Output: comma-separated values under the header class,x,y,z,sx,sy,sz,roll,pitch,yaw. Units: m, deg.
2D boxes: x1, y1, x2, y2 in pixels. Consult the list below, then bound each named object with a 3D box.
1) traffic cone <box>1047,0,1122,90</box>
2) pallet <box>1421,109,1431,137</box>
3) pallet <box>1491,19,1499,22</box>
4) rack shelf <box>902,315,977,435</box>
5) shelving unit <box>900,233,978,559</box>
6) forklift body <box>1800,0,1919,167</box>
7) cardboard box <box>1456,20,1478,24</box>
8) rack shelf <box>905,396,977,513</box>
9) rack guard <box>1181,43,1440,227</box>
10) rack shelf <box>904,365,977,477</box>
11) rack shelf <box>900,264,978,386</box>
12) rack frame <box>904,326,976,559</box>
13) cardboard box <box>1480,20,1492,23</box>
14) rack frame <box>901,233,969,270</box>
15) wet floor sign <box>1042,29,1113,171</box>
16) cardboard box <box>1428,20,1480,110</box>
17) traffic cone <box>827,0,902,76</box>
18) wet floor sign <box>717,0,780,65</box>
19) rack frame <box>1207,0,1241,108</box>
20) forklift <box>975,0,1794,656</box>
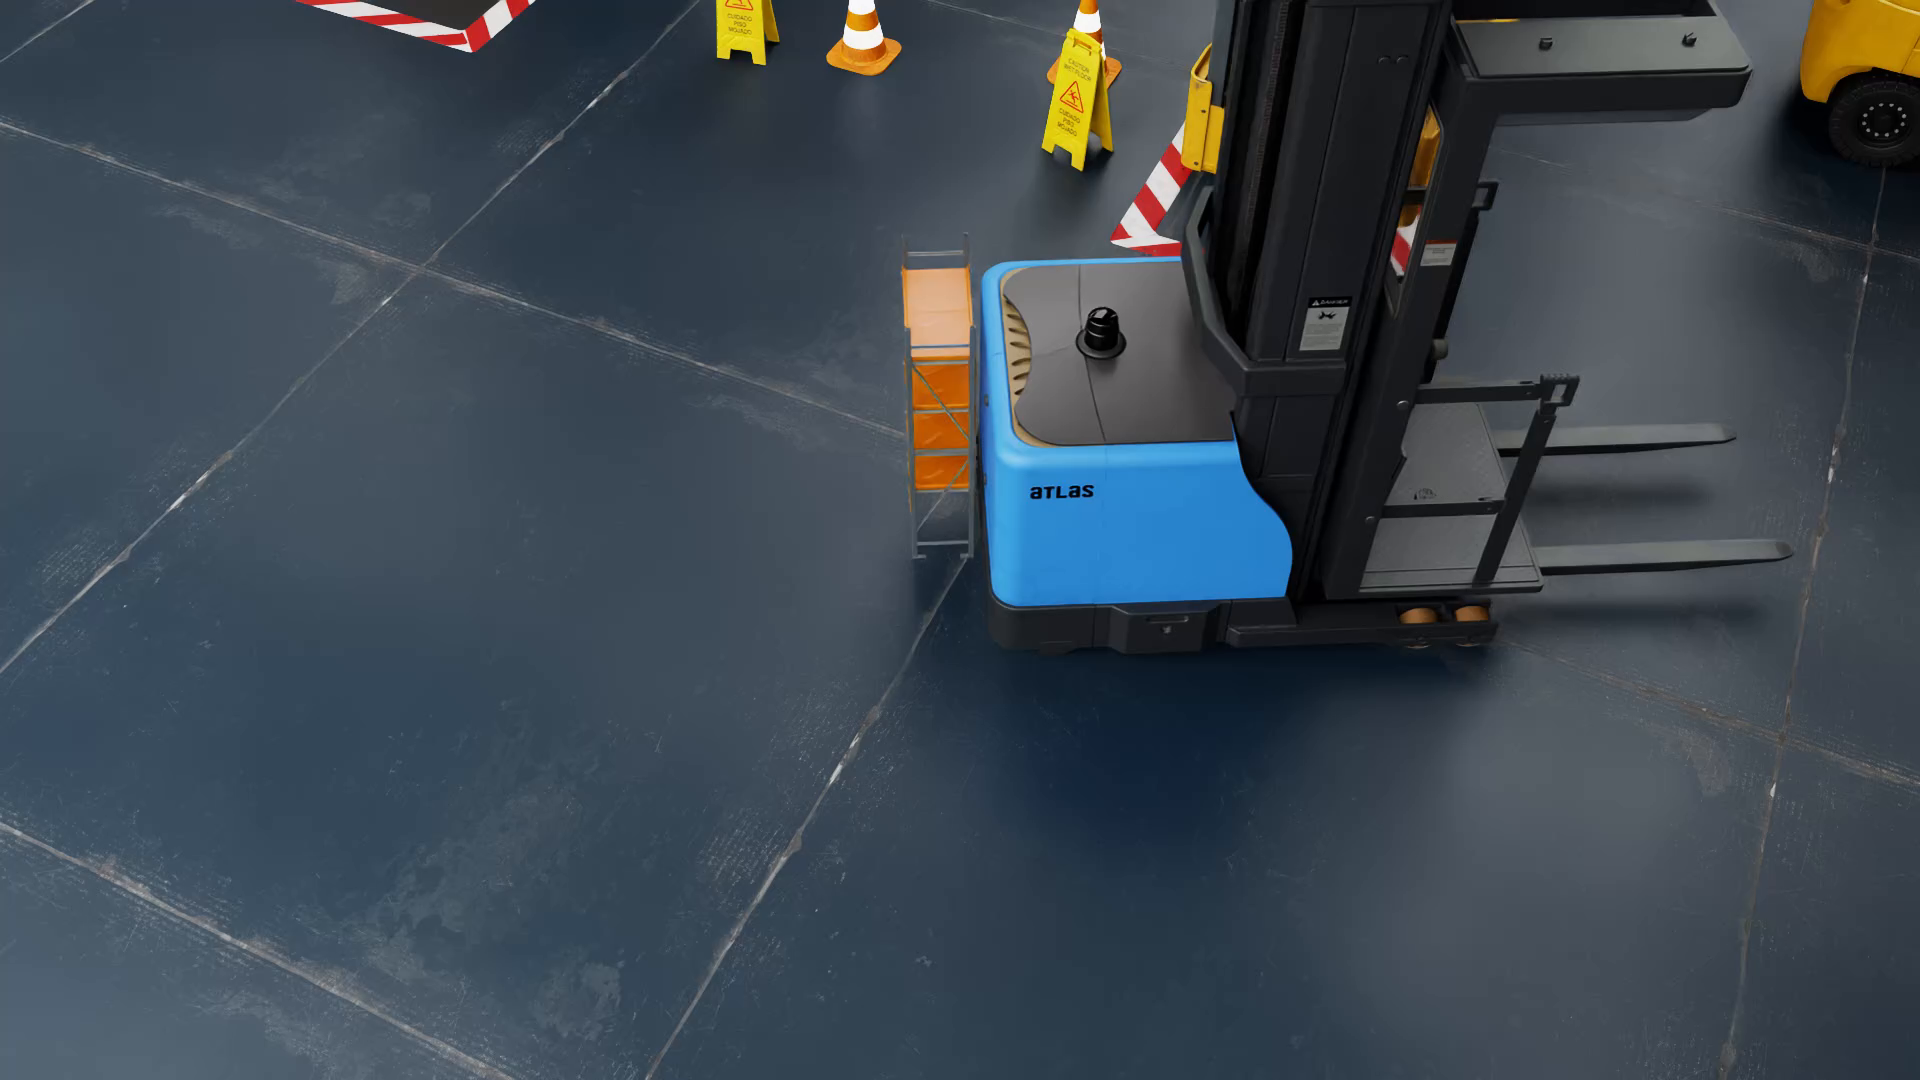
class,x,y,z,sx,sy,sz,roll,pitch,yaw
traffic cone,0.646,-2.575,8.452,0.336,0.463,0.334,20,52,16
pallet,2.040,-2.378,8.450,1.003,0.211,1.213,20,52,16
pallet,2.562,-3.215,9.162,1.003,0.211,1.213,20,52,16
rack shelf,-0.077,-0.611,6.092,0.258,0.148,0.480,-2,50,-2
shelving unit,-0.077,-0.510,6.211,0.258,1.200,0.503,-2,50,-2
forklift body,5.278,-2.693,7.444,2.313,2.155,1.214,20,52,16
cardboard box,2.233,-2.651,7.889,0.500,0.500,0.500,18,52,15
rack shelf,-0.077,-0.338,6.413,0.258,0.148,0.480,-2,50,-2
rack guard,1.661,-1.923,7.873,1.175,0.500,0.348,20,52,16
rack shelf,-0.077,-0.466,6.262,0.258,0.148,0.480,-2,50,-2
rack shelf,-0.077,-0.764,5.912,0.258,0.148,0.480,-2,50,-2
rack frame,-0.067,-0.324,6.053,0.240,1.200,0.015,-2,50,-2
cardboard box,2.448,-2.741,8.457,0.500,0.250,0.500,22,53,17
rack frame,-0.088,-0.695,6.369,0.240,1.200,0.015,-2,50,-2
wet floor sign,0.580,-2.135,7.958,0.232,0.644,0.267,-37,59,-27
cardboard box,2.223,-2.392,8.160,0.500,0.250,0.500,19,52,16
traffic cone,-0.503,-2.702,8.560,0.336,0.463,0.334,20,52,16
wet floor sign,-1.113,-2.795,8.520,0.267,0.644,0.232,12,51,10
rack frame,1.628,-2.681,6.877,1.000,3.000,0.127,20,52,16
forklift,1.596,-0.948,5.448,3.031,2.935,1.130,-2,50,-2
